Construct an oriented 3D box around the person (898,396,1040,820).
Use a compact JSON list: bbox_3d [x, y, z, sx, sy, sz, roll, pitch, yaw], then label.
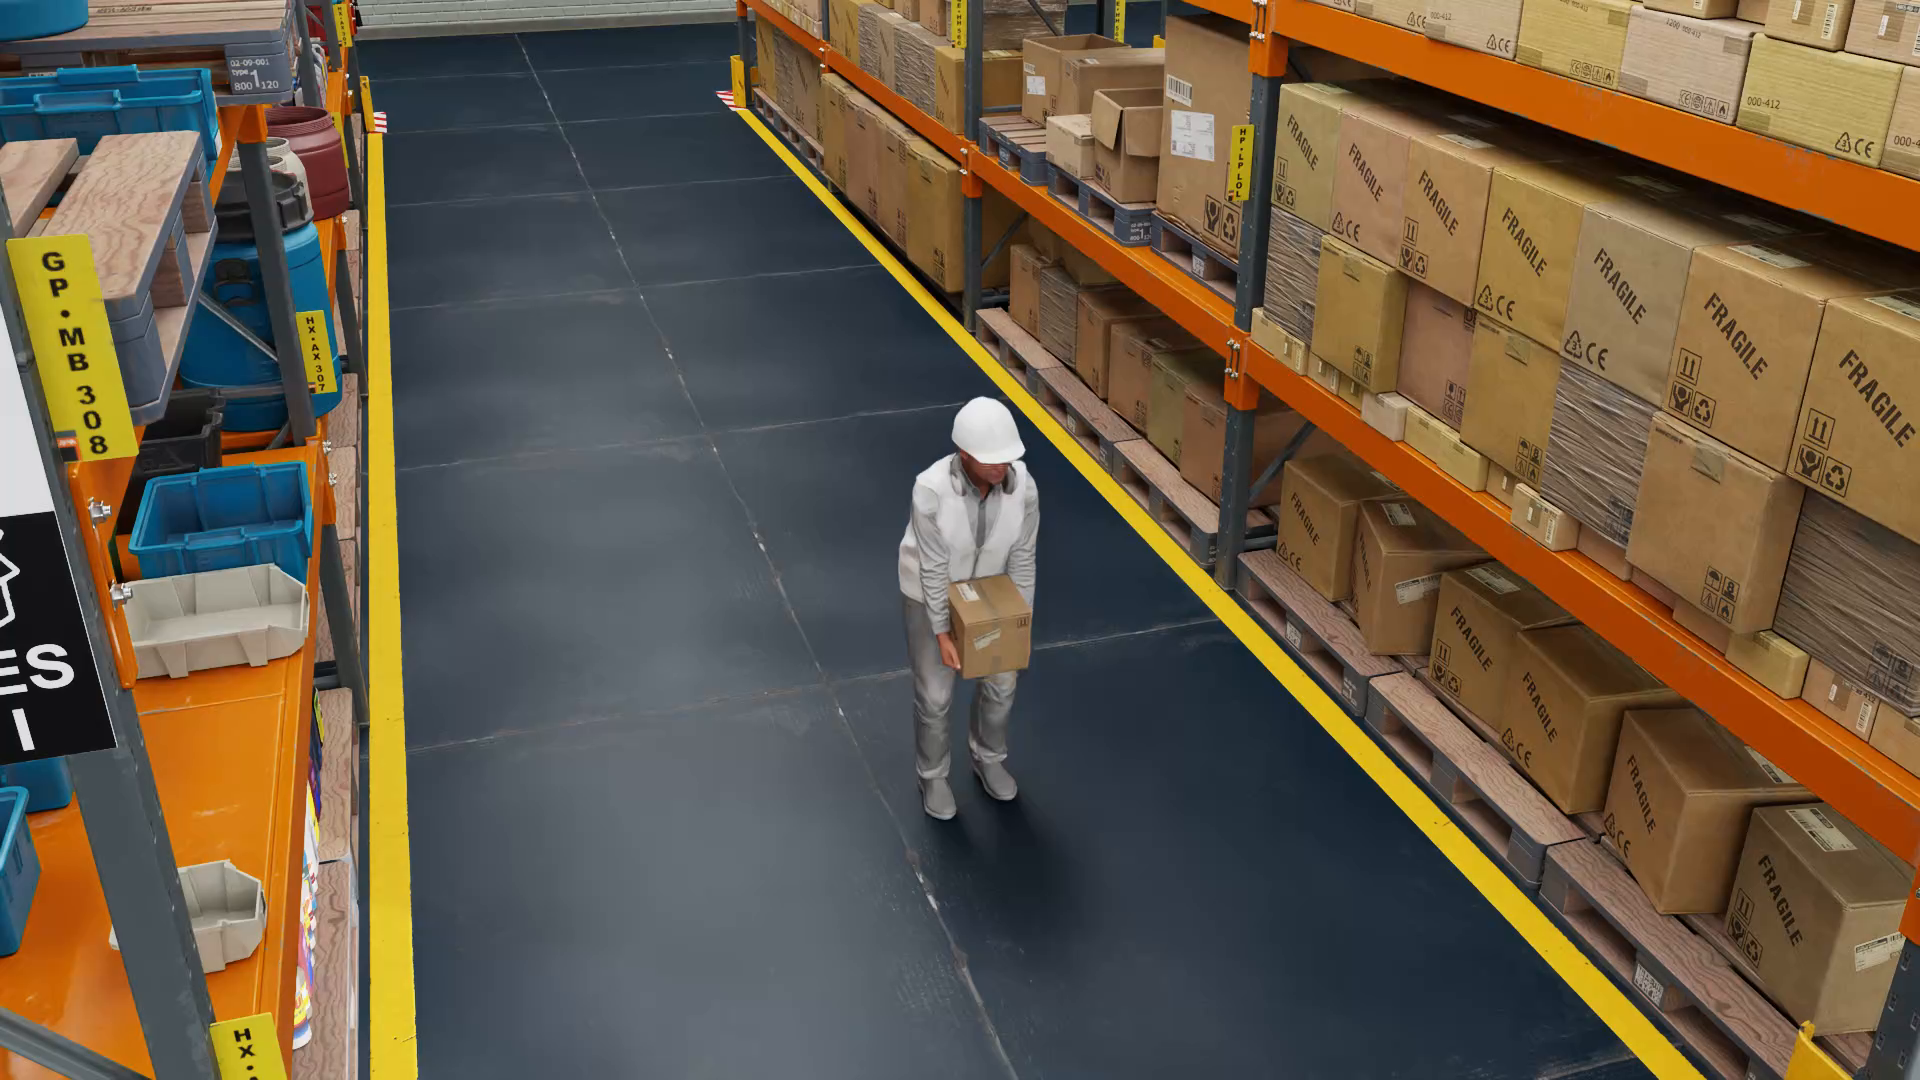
[{"bbox_3d":[0.042,0.238,6.162,0.479,1.723,0.605,-9,27,-17],"label":"person"}]
